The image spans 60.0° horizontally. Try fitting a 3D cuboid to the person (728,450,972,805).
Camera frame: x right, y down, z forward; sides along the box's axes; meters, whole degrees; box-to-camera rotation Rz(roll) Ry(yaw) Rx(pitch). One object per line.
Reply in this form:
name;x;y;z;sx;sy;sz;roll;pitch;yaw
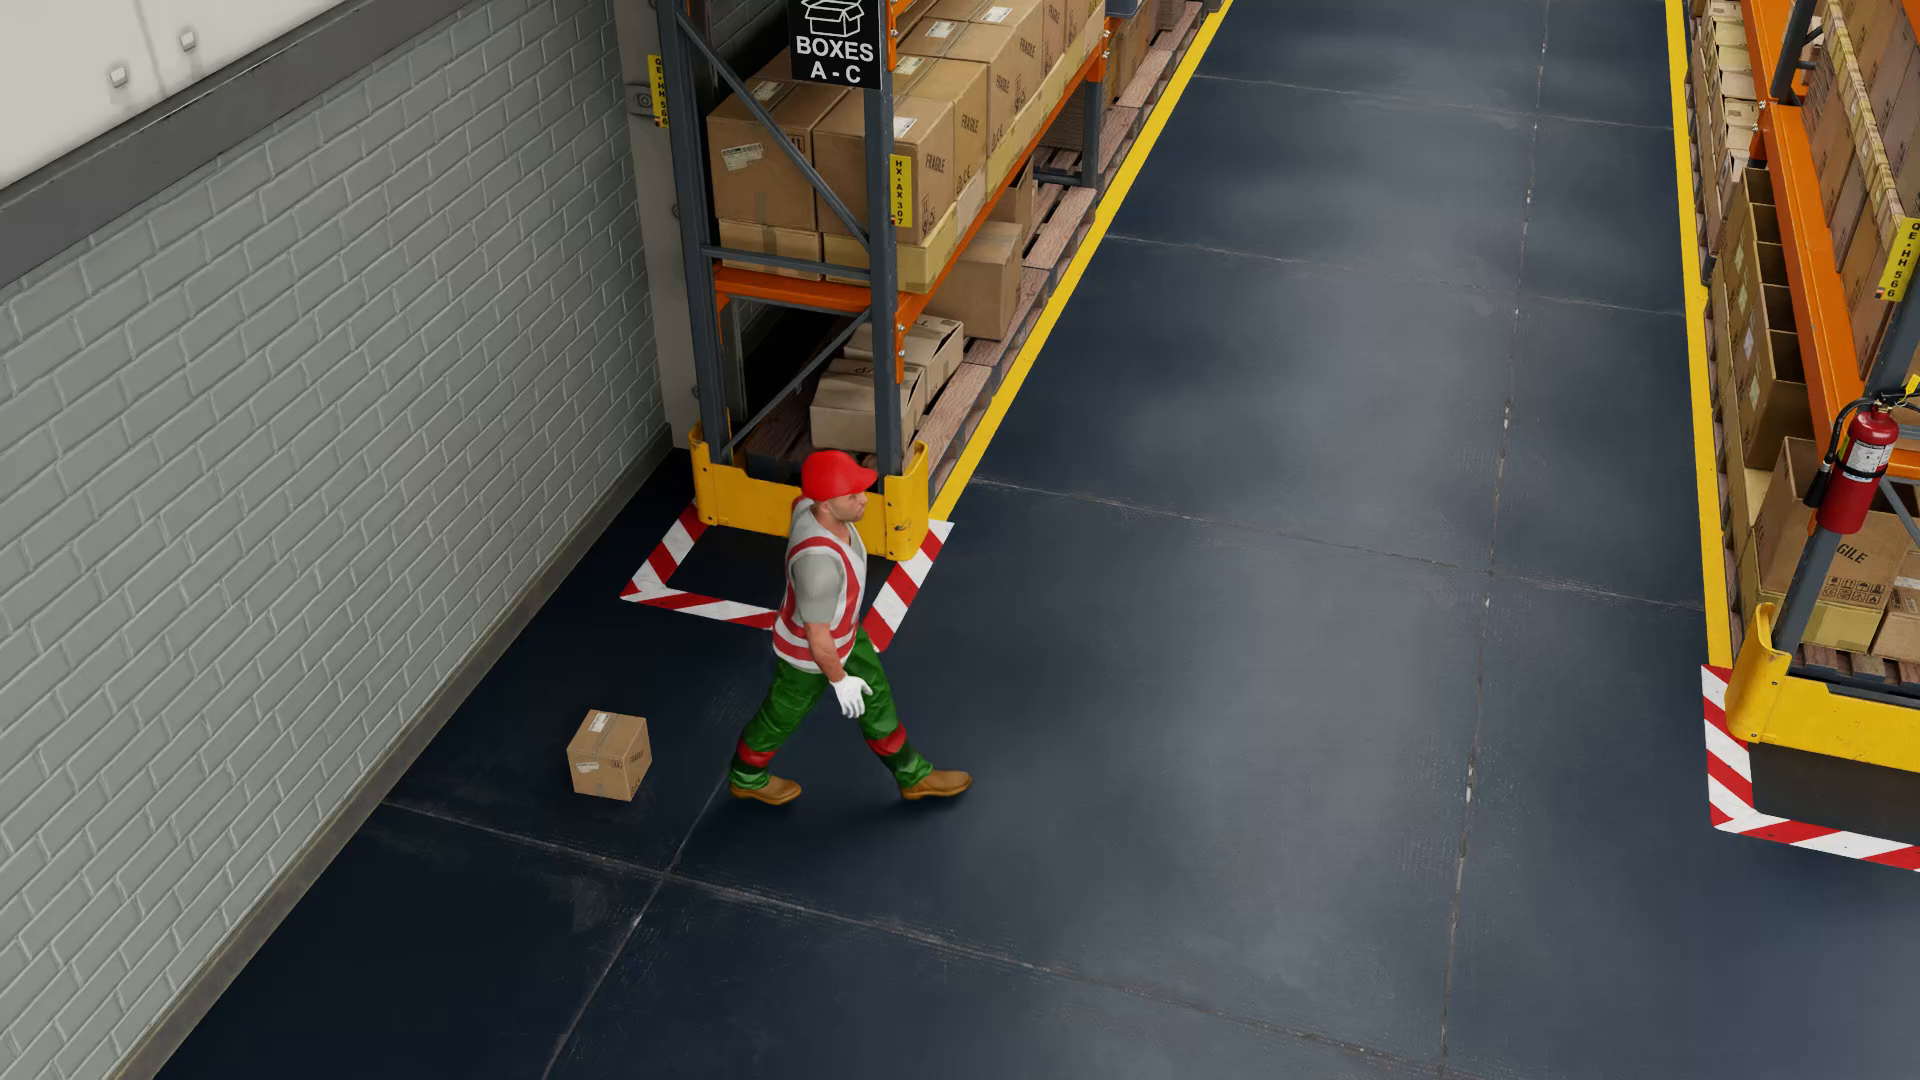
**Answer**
person;-0.461;0.381;6.344;0.989;1.723;0.579;5;37;7
